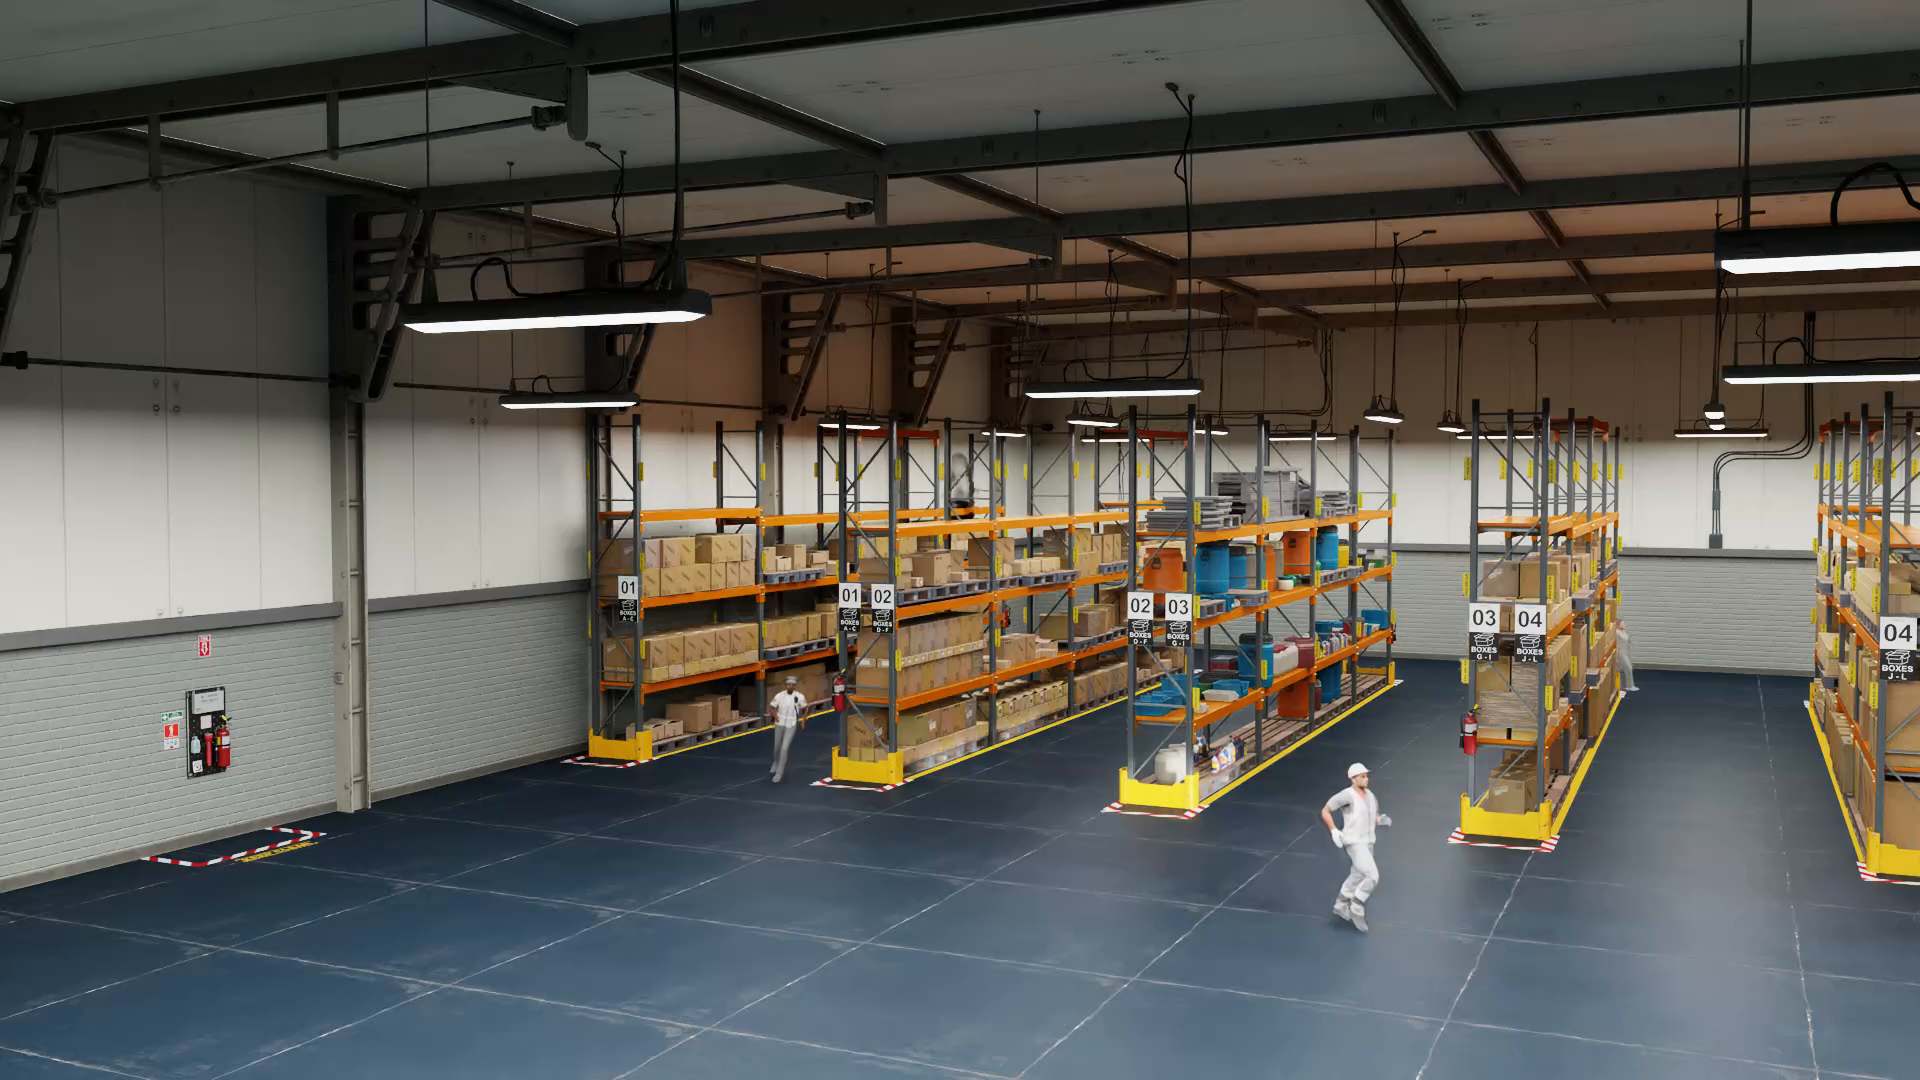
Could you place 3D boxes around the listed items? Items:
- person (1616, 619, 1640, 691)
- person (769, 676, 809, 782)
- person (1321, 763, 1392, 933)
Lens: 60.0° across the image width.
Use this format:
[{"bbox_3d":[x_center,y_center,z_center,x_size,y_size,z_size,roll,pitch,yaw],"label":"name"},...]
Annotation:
[{"bbox_3d":[15.093,2.618,38.047,0.611,1.634,0.811,-2,3,-43],"label":"person"},{"bbox_3d":[-2.825,3.043,27.105,0.660,1.671,0.924,0,2,4],"label":"person"},{"bbox_3d":[4.380,3.357,18.209,0.641,1.817,0.735,-2,3,-43],"label":"person"}]
